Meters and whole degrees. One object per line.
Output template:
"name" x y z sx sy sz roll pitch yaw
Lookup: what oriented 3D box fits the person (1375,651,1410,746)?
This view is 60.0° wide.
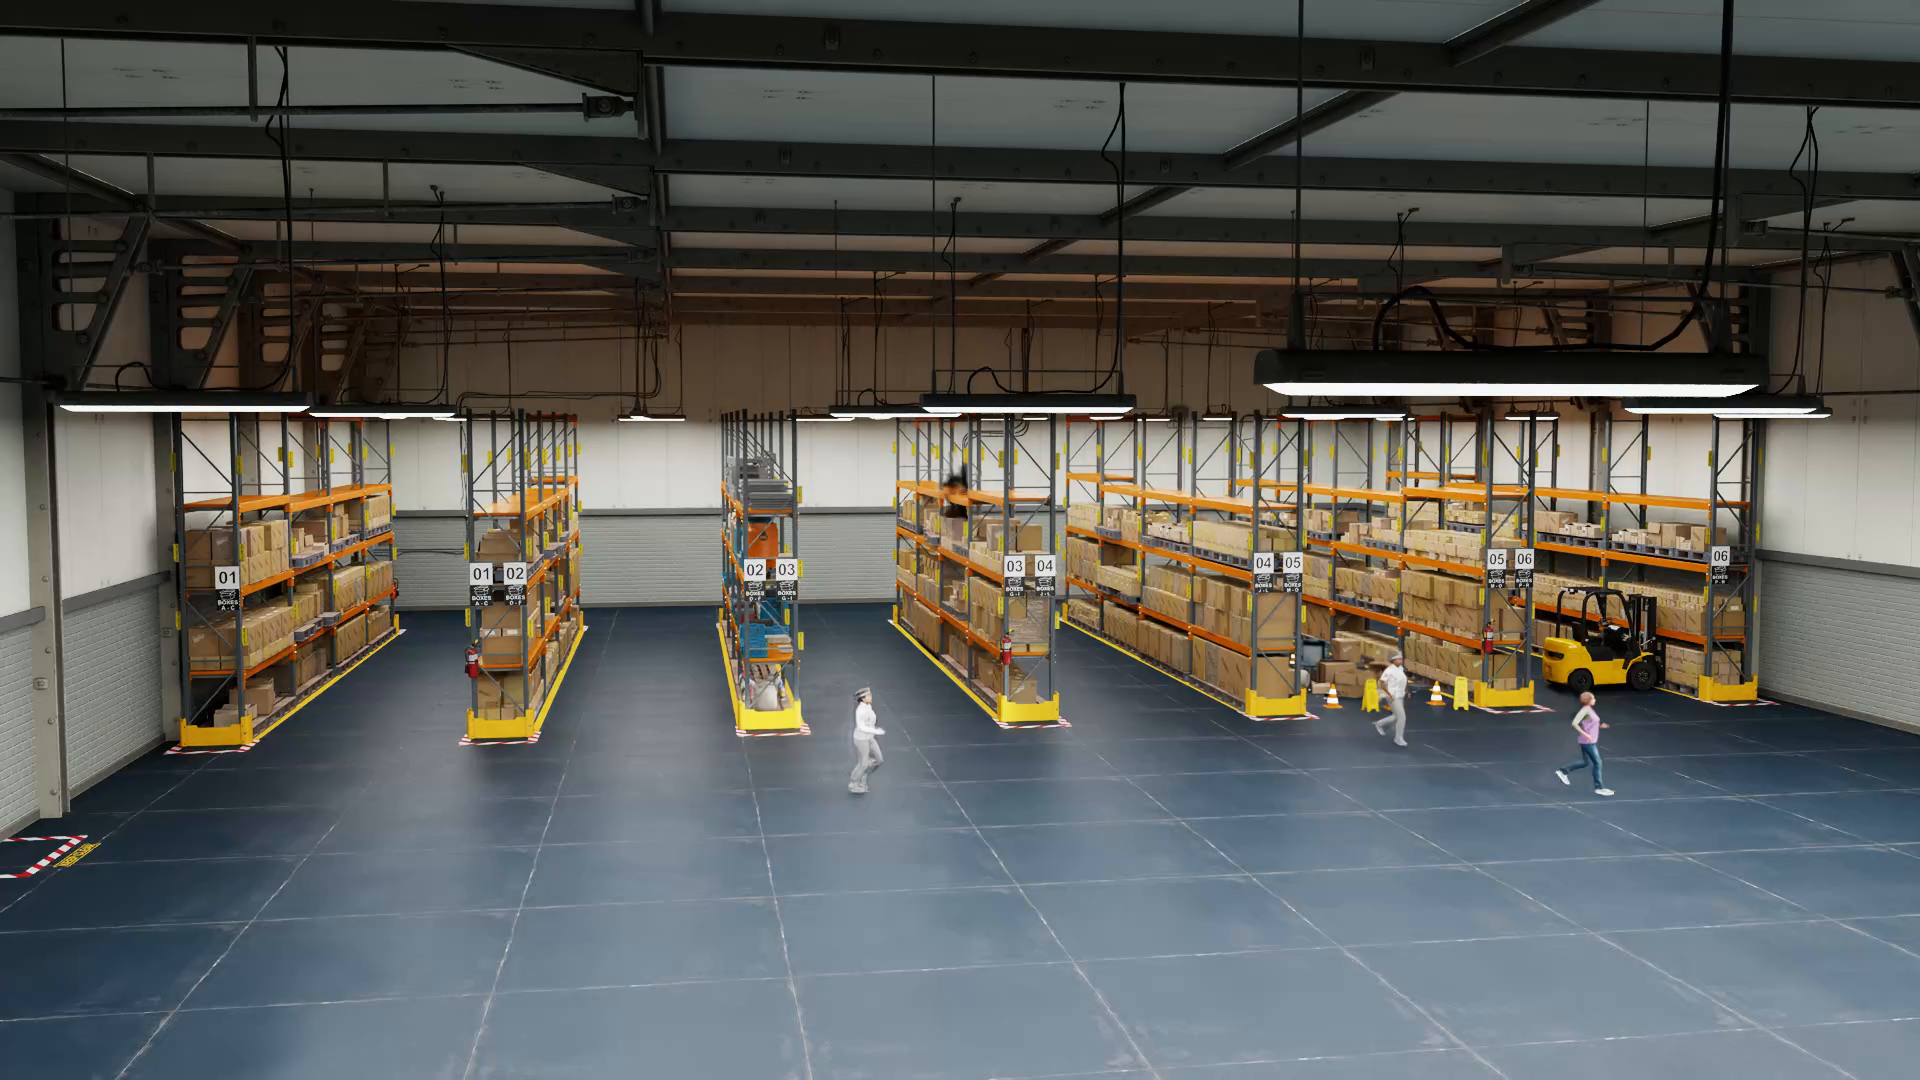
"person" 7.765 2.820 29.869 0.596 1.691 0.720 -4 6 -44

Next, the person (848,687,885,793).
"person" -1.431 3.088 25.720 0.618 1.671 0.635 1 4 15

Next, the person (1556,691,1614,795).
"person" 9.678 3.126 25.713 0.864 1.575 0.545 2 4 26

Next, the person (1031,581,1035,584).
"person" 2.093 1.526 48.423 0.594 1.673 0.828 2 5 28
